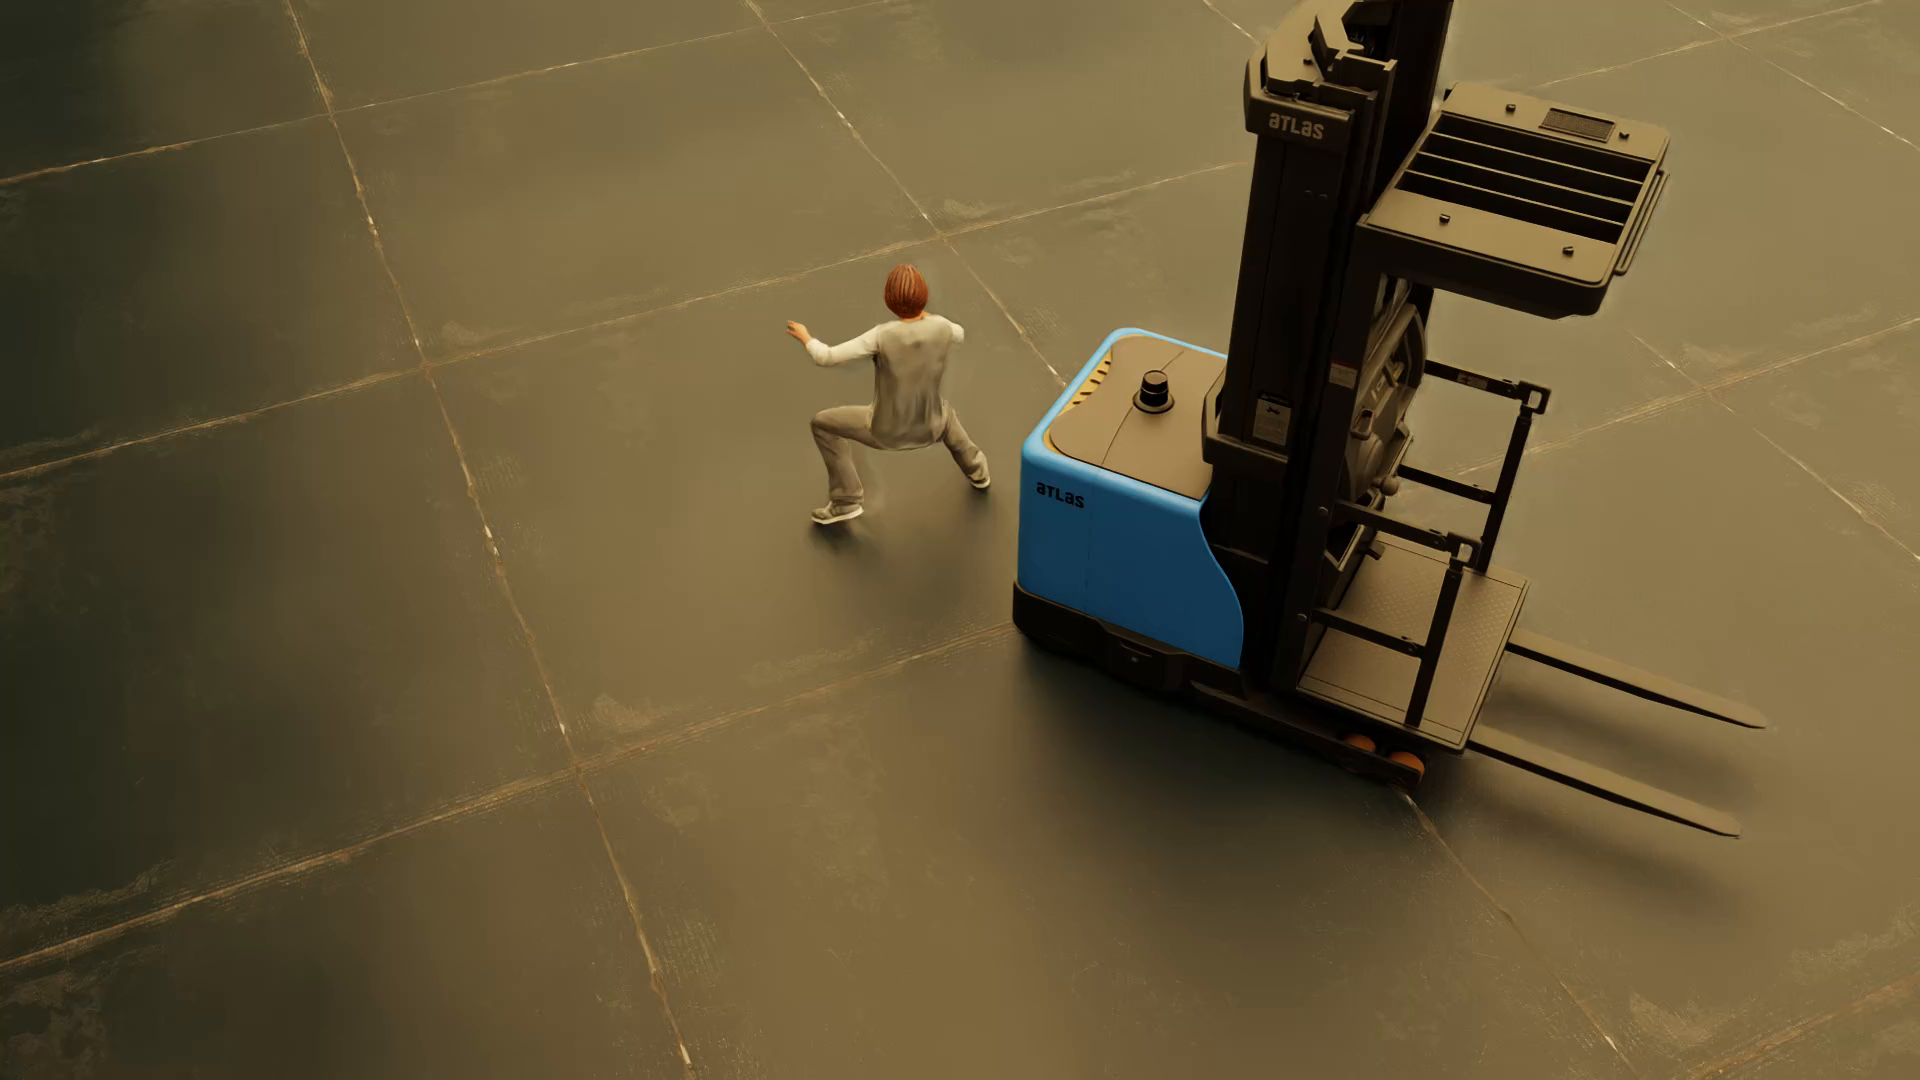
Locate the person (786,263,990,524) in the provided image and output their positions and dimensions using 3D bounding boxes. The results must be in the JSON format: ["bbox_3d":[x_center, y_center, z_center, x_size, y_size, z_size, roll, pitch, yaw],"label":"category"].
[{"bbox_3d":[-0.287,-0.688,7.562,0.904,1.366,0.662,-12,44,-12],"label":"person"}]

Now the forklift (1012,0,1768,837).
[{"bbox_3d":[1.777,-0.473,6.187,3.031,2.935,1.130,20,47,20],"label":"forklift"}]
